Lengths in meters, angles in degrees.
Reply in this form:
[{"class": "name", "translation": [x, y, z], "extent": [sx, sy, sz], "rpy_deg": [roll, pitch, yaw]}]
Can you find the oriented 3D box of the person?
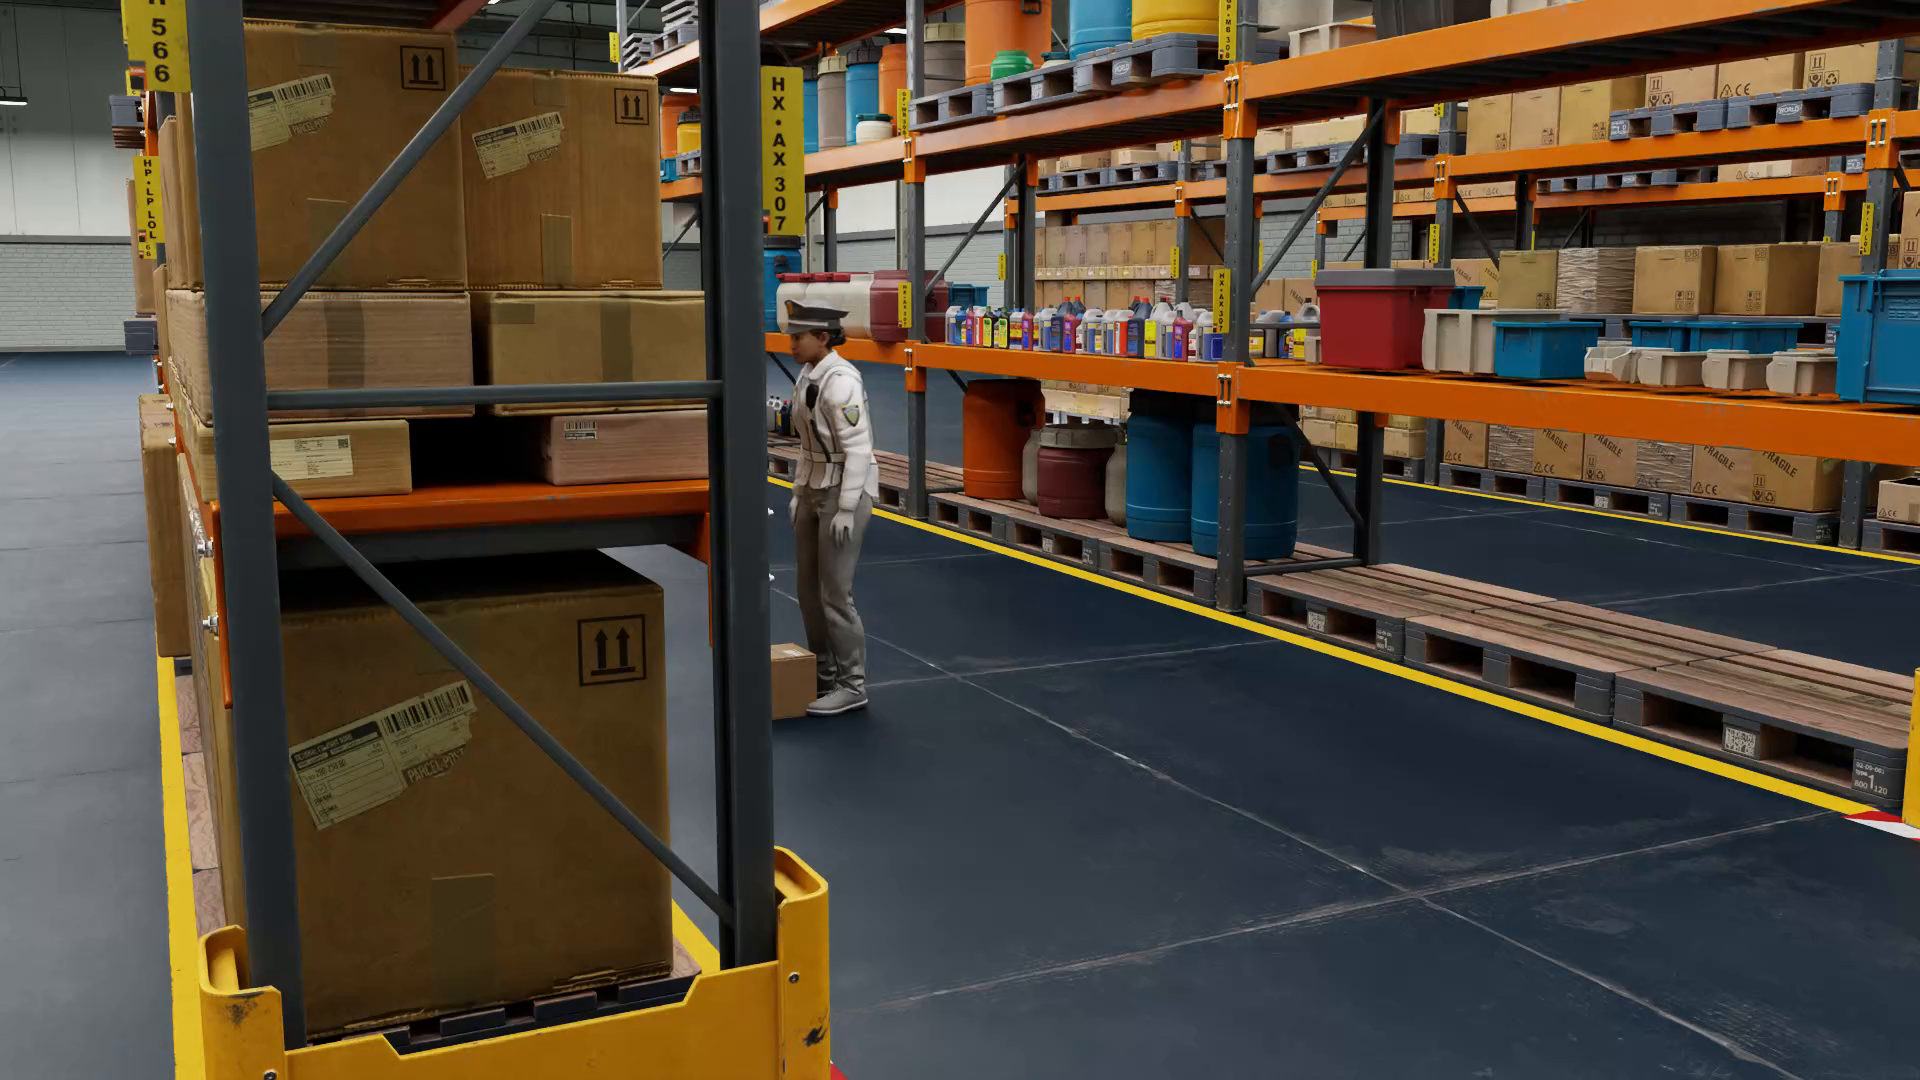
[{"class": "person", "translation": [-0.535, -0.139, 6.749], "extent": [0.377, 1.663, 0.539], "rpy_deg": [-4, 10, -27]}]
